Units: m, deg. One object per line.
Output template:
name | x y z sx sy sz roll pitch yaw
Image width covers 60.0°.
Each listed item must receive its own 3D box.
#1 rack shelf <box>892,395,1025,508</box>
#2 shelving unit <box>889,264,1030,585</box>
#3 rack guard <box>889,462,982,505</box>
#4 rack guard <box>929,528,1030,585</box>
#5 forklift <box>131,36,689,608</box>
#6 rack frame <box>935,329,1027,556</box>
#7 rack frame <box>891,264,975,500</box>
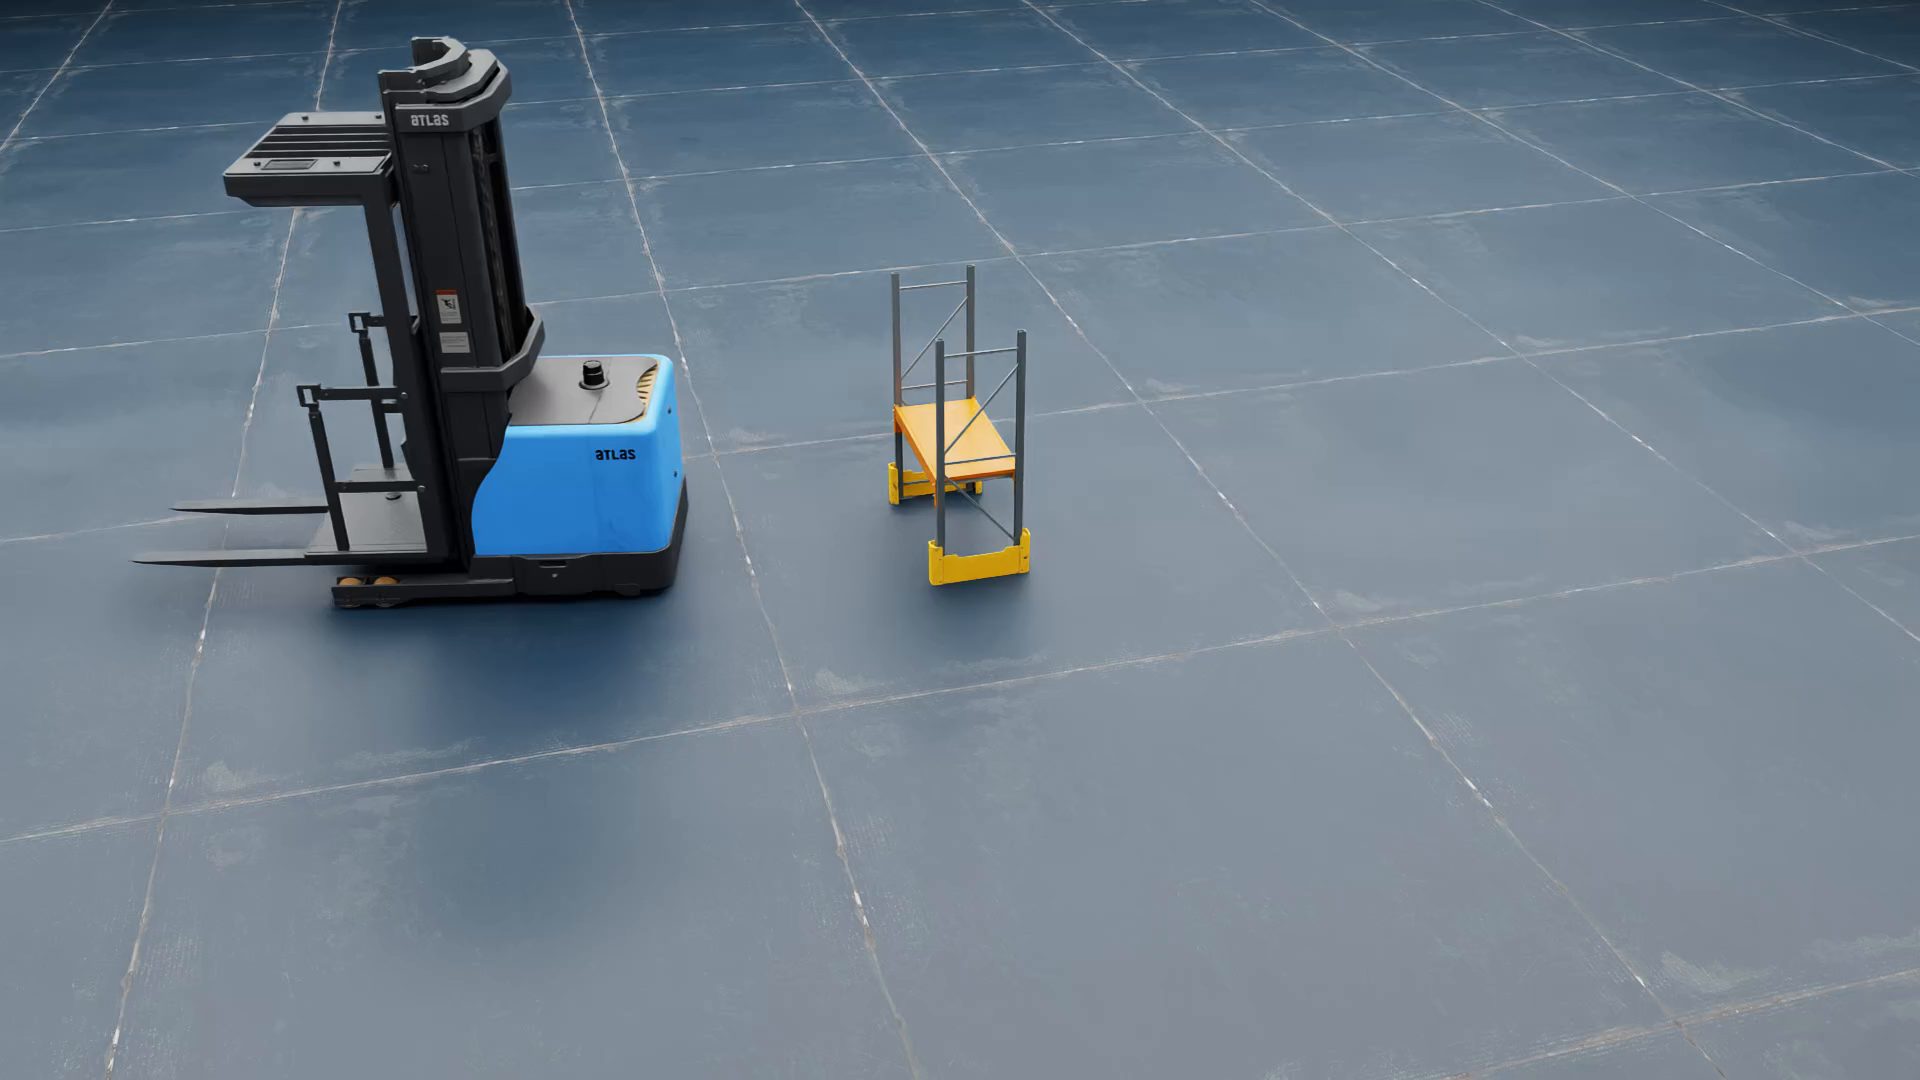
rack shelf | -0.023 -0.535 9.767 0.538 0.185 1.000 -8 31 -13
shelving unit | -0.020 -0.686 9.669 0.587 1.500 1.083 -8 31 -13
rack guard | -0.152 -0.386 10.398 0.587 0.250 0.087 -8 31 -13
rack guard | 0.112 0.096 9.567 0.587 0.250 0.087 -8 31 -13
forklift | -3.156 -1.159 9.058 3.031 2.935 1.130 -1 30 -2
rack frame | 0.112 -0.445 9.252 0.500 1.500 0.032 -8 31 -13
rack frame | -0.158 -0.936 10.101 0.500 1.500 0.032 -8 31 -13
